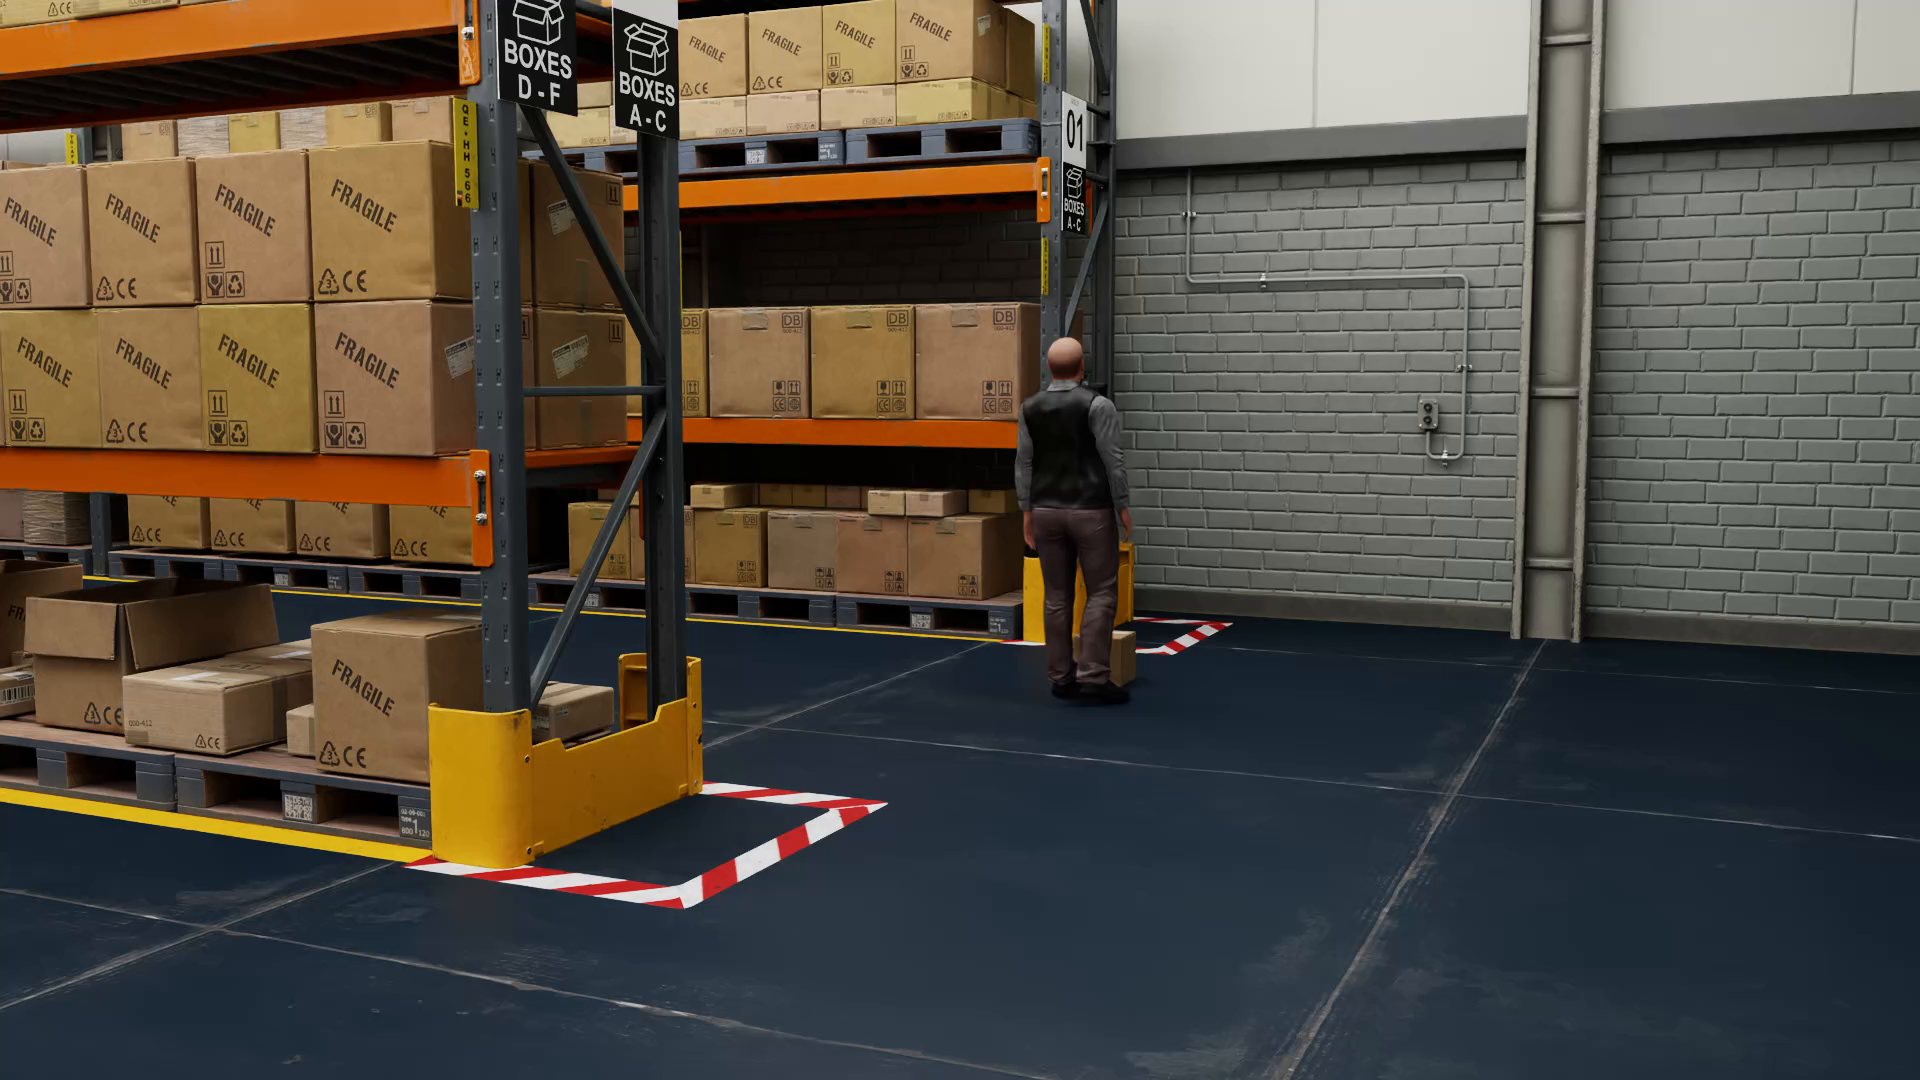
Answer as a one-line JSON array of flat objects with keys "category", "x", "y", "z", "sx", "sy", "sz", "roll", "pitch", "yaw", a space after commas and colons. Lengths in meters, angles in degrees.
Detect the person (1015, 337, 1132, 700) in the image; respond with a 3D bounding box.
[{"category": "person", "x": 0.560, "y": -0.100, "z": 8.038, "sx": 0.566, "sy": 1.747, "sz": 0.405, "roll": 3, "pitch": 6, "yaw": 29}]
